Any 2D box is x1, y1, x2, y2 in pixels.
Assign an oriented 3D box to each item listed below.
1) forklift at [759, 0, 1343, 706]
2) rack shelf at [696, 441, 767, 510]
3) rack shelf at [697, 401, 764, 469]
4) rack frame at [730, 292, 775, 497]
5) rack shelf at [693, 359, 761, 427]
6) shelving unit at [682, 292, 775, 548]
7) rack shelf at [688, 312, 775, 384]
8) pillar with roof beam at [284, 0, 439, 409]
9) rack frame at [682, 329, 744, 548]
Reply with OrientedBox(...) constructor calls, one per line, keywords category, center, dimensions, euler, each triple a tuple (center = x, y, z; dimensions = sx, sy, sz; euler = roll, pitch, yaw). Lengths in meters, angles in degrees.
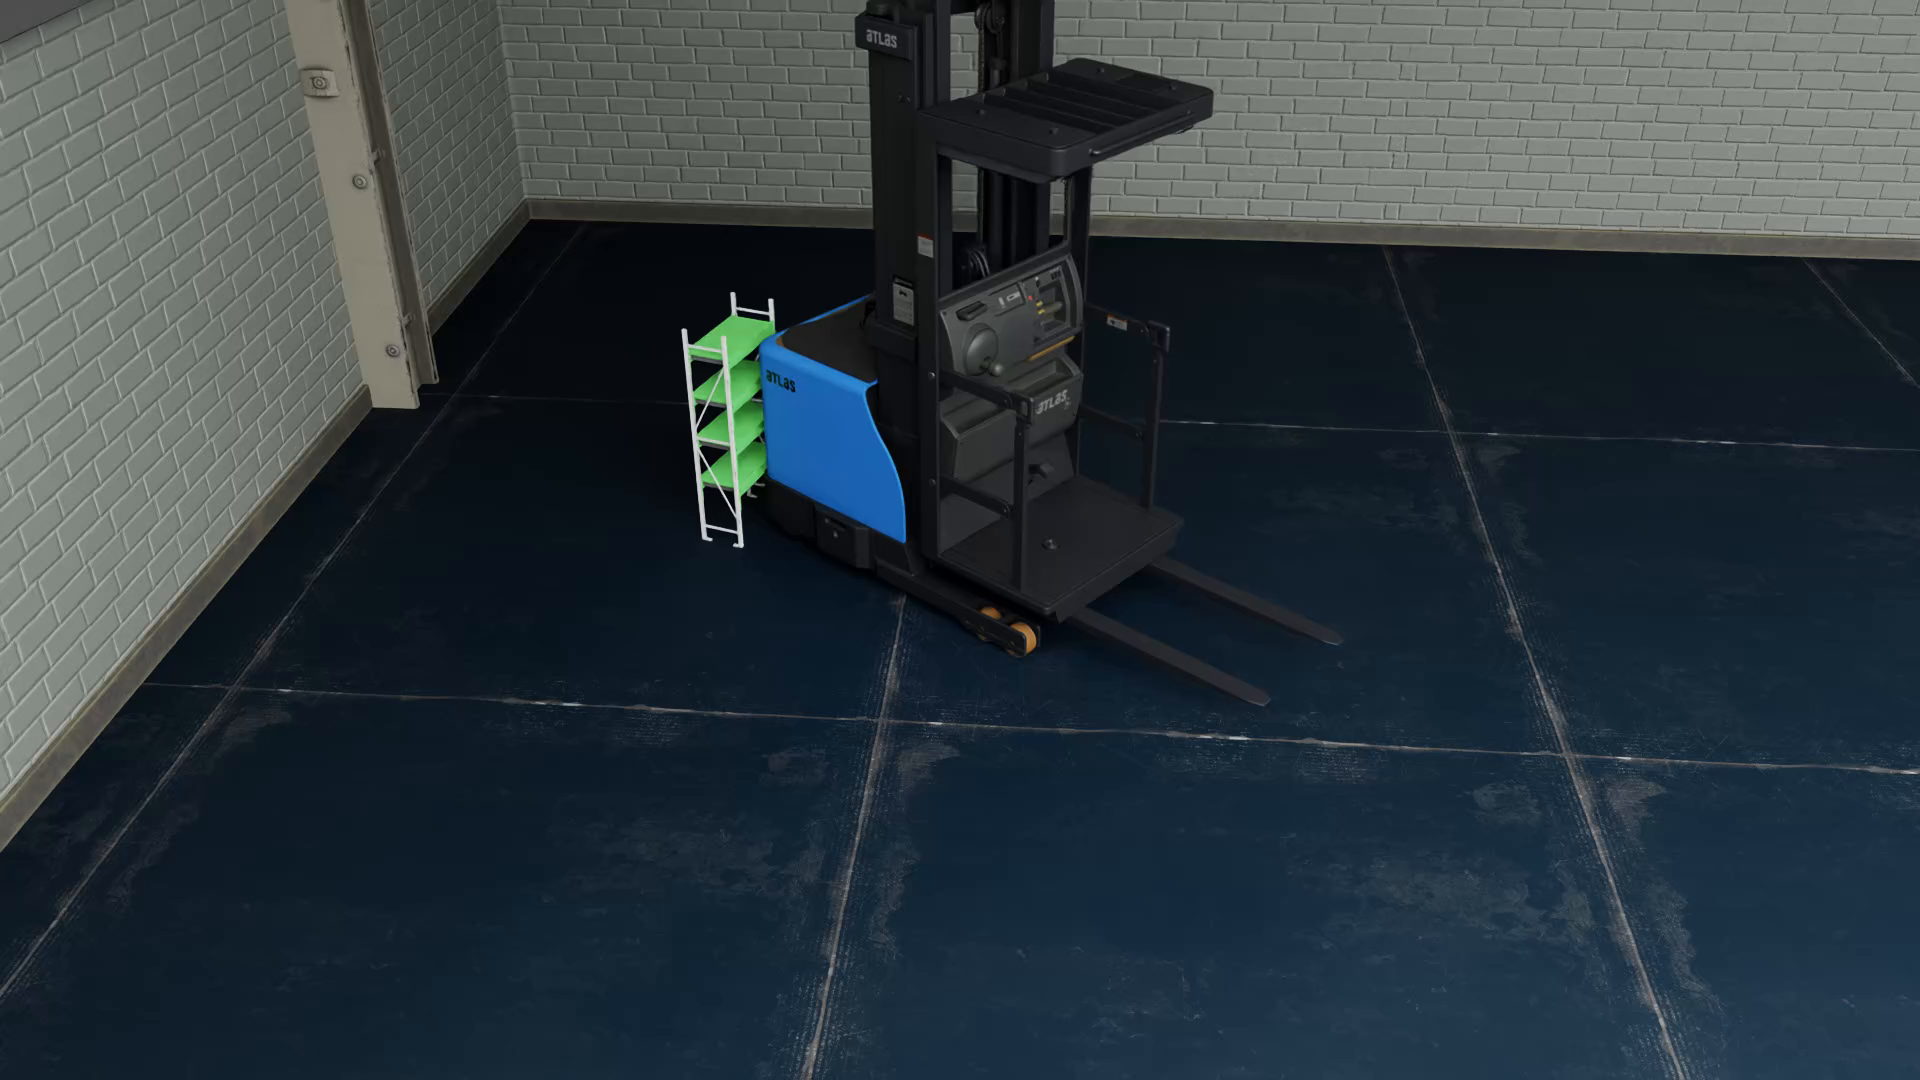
OrientedBox(category="forklift", center=(0.405, -1.005, 7.587), dimensions=(3.031, 2.935, 1.130), euler=(25, 40, 35))
OrientedBox(category="rack shelf", center=(-1.153, -0.357, 8.764), dimensions=(0.258, 0.148, 0.480), euler=(12, 34, 19))
OrientedBox(category="rack shelf", center=(-1.154, -0.561, 8.638), dimensions=(0.258, 0.148, 0.480), euler=(12, 34, 19))
OrientedBox(category="rack frame", center=(-1.061, -0.734, 8.797), dimensions=(0.240, 1.200, 0.015), euler=(12, 34, 19))
OrientedBox(category="rack shelf", center=(-1.154, -0.766, 8.513), dimensions=(0.258, 0.148, 0.480), euler=(12, 34, 19))
OrientedBox(category="shelving unit", center=(-1.154, -0.616, 8.605), dimensions=(0.258, 1.200, 0.503), euler=(12, 34, 19))
OrientedBox(category="rack shelf", center=(-1.155, -0.971, 8.387), dimensions=(0.258, 0.148, 0.480), euler=(12, 34, 19))
OrientedBox(category="pillar with roof beam", center=(0.875, -4.549, 7.555), dimensions=(9.100, 9.000, 0.400), euler=(2, 32, 4))
OrientedBox(category="rack frame", center=(-1.247, -0.498, 8.413), dimensions=(0.240, 1.200, 0.015), euler=(12, 34, 19))
